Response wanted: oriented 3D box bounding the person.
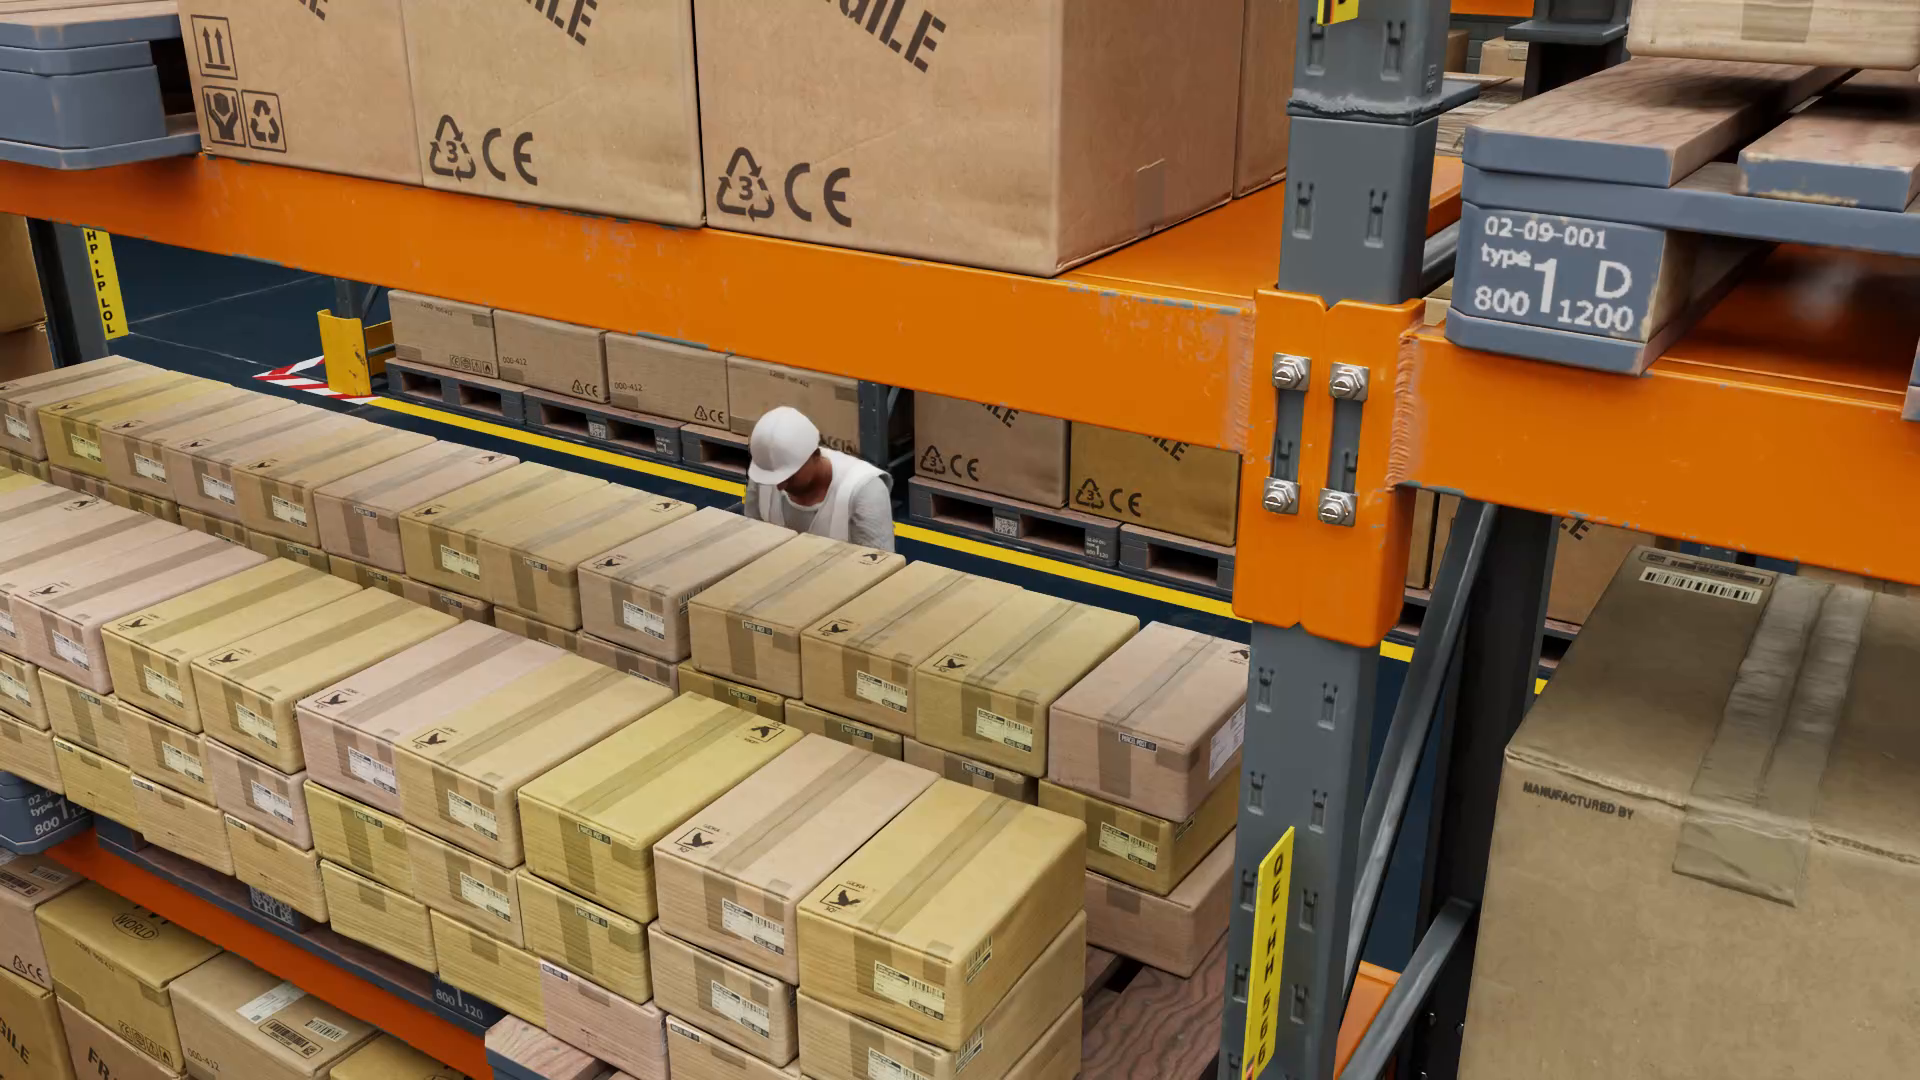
[{"bbox_3d":[-0.459,0.279,5.618,0.598,1.624,0.606,14,27,30],"label":"person"}]
